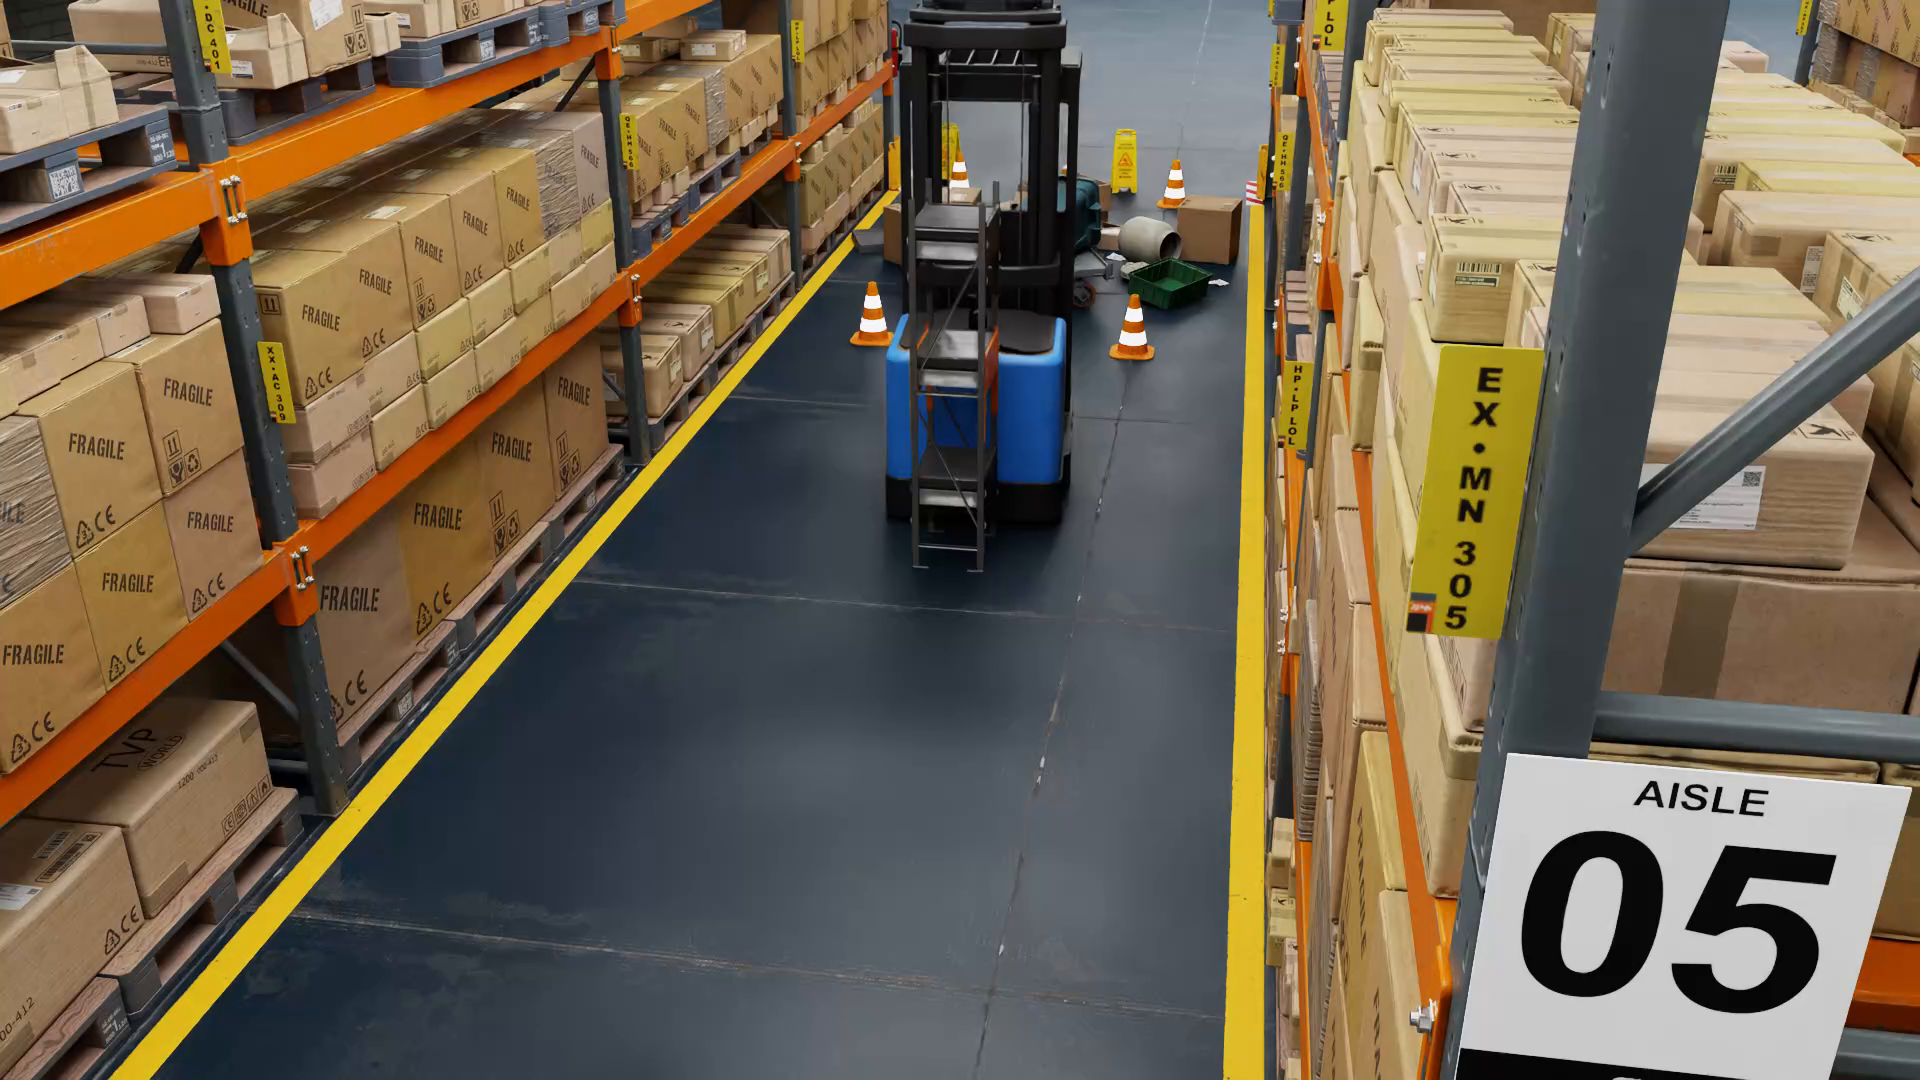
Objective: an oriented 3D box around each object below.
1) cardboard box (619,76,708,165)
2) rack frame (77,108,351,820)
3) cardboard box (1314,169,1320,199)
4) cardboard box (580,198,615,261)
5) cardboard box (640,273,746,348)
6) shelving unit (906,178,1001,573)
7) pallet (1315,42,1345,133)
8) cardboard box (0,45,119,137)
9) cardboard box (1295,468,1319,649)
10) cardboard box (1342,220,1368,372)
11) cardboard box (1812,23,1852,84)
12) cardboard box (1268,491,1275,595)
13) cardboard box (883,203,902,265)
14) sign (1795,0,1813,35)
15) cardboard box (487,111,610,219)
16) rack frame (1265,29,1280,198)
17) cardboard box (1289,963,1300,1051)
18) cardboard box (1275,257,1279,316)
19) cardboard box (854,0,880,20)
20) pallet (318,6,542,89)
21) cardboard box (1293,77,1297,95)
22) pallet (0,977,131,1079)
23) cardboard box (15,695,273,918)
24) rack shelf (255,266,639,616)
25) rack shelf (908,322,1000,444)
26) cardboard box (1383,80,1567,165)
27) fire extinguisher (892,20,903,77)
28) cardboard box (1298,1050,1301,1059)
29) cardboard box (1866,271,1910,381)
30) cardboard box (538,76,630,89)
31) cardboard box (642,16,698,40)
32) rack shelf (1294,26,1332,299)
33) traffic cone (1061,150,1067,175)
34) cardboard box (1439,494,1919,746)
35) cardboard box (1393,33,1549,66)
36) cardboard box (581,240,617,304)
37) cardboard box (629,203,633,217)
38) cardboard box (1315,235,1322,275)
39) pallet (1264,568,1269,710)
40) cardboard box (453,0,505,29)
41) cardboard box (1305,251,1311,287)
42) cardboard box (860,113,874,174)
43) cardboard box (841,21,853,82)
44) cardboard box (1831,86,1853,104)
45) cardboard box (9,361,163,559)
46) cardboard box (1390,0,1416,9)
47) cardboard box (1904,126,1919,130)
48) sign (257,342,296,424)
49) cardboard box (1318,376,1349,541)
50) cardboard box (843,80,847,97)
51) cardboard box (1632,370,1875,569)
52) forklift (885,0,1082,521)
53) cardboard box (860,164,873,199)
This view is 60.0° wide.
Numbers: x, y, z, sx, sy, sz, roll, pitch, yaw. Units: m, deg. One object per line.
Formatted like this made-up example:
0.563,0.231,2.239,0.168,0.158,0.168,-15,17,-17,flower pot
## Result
-2.057,-2.868,11.375,0.500,0.500,0.500,4,25,9,cardboard box
-3.171,-0.212,6.665,1.000,3.000,0.127,4,25,9,rack frame
2.466,-2.269,9.763,0.700,0.500,0.500,4,25,8,cardboard box
-2.346,-1.823,9.694,0.500,0.250,0.500,4,25,8,cardboard box
-2.173,-1.747,12.547,0.950,0.372,0.625,5,26,10,cardboard box
-0.027,-0.882,9.157,0.431,2.100,0.503,4,25,9,shelving unit
2.101,-1.870,6.889,1.213,0.211,1.003,4,25,9,pallet
-2.960,-1.456,5.329,0.396,0.266,0.258,5,26,10,cardboard box
1.399,0.098,5.533,0.500,0.500,0.500,4,25,8,cardboard box
1.216,-0.600,4.132,0.500,0.250,0.500,5,26,11,cardboard box
8.450,-4.496,15.348,0.875,0.500,0.500,4,25,9,cardboard box
1.857,0.061,8.534,0.500,0.500,0.500,3,25,7,cardboard box
-0.346,-2.781,15.098,0.500,0.500,0.500,-20,32,-36,cardboard box
8.032,-4.974,15.817,0.100,0.325,0.005,4,25,9,sign
-2.344,-2.149,9.505,0.500,0.500,0.500,3,25,7,cardboard box
3.690,-4.930,16.744,1.000,3.000,0.127,4,25,9,rack frame
1.230,1.482,5.212,0.380,0.149,0.250,5,25,10,cardboard box
3.024,-2.163,12.990,1.050,0.750,0.750,4,25,8,cardboard box
-1.150,-5.203,15.680,0.700,0.500,0.500,4,25,8,cardboard box
-2.750,-2.417,8.060,1.003,0.211,1.213,5,26,11,pallet
3.085,-3.480,13.470,0.875,0.550,0.550,4,25,9,cardboard box
-3.570,1.875,5.495,1.003,0.211,1.213,4,25,9,pallet
-3.380,1.013,6.574,0.875,0.438,0.875,4,25,8,cardboard box
-2.844,-0.723,8.604,1.077,0.370,4.000,4,25,9,rack shelf
-0.027,-0.869,9.163,0.431,0.518,0.480,4,25,9,rack shelf
1.180,-0.958,3.836,0.380,0.149,0.250,5,26,11,cardboard box
-0.737,-5.212,17.437,0.296,0.674,0.183,4,25,9,fire extinguisher
1.327,1.648,5.558,0.380,0.149,0.250,4,25,7,cardboard box
1.529,-0.270,2.366,0.380,0.149,0.250,4,25,8,cardboard box
-2.562,-2.893,11.428,0.500,0.500,0.500,2,25,5,cardboard box
-2.289,-4.050,13.134,0.380,0.149,0.250,4,25,8,cardboard box
2.056,-1.781,7.326,1.077,0.370,4.000,4,25,9,rack shelf
1.143,-3.878,17.489,0.336,0.463,0.334,4,25,9,traffic cone
0.899,0.034,2.187,0.500,0.250,0.500,3,25,7,cardboard box
1.380,-1.284,4.533,0.380,0.149,0.250,4,25,8,cardboard box
-2.344,-1.588,9.780,0.500,0.250,0.500,3,25,7,cardboard box
-2.281,-2.084,10.466,0.380,0.149,0.250,3,25,5,cardboard box
1.986,-1.425,8.355,0.380,0.149,0.250,3,25,6,cardboard box
2.052,0.514,8.403,1.003,0.211,1.213,4,25,9,pallet
-2.519,-2.722,7.875,0.500,0.500,0.500,4,25,9,cardboard box
2.110,-1.488,9.191,0.380,0.149,0.250,4,25,8,cardboard box
-1.165,-3.944,16.501,0.500,0.500,0.500,5,26,10,cardboard box
-1.300,-4.536,15.434,0.500,0.500,0.500,4,25,9,cardboard box
8.149,-4.015,15.086,0.380,0.149,0.250,4,25,9,cardboard box
-3.067,-0.282,5.517,0.500,0.500,0.500,4,25,8,cardboard box
2.111,-2.144,6.636,0.797,0.503,0.637,4,25,8,cardboard box
7.911,-3.280,13.515,0.380,0.149,0.250,4,25,9,cardboard box
-2.623,-0.602,6.384,0.100,0.325,0.005,4,25,9,sign
1.345,-0.155,4.894,0.500,0.500,0.500,3,25,7,cardboard box
-1.264,-4.195,15.471,0.380,0.149,0.250,4,25,8,cardboard box
0.840,-0.095,1.994,0.380,0.149,0.250,4,25,8,cardboard box
0.198,-2.028,10.625,1.130,2.935,3.031,2,25,4,forklift
-1.169,-3.603,16.657,0.500,0.250,0.500,4,25,9,cardboard box
